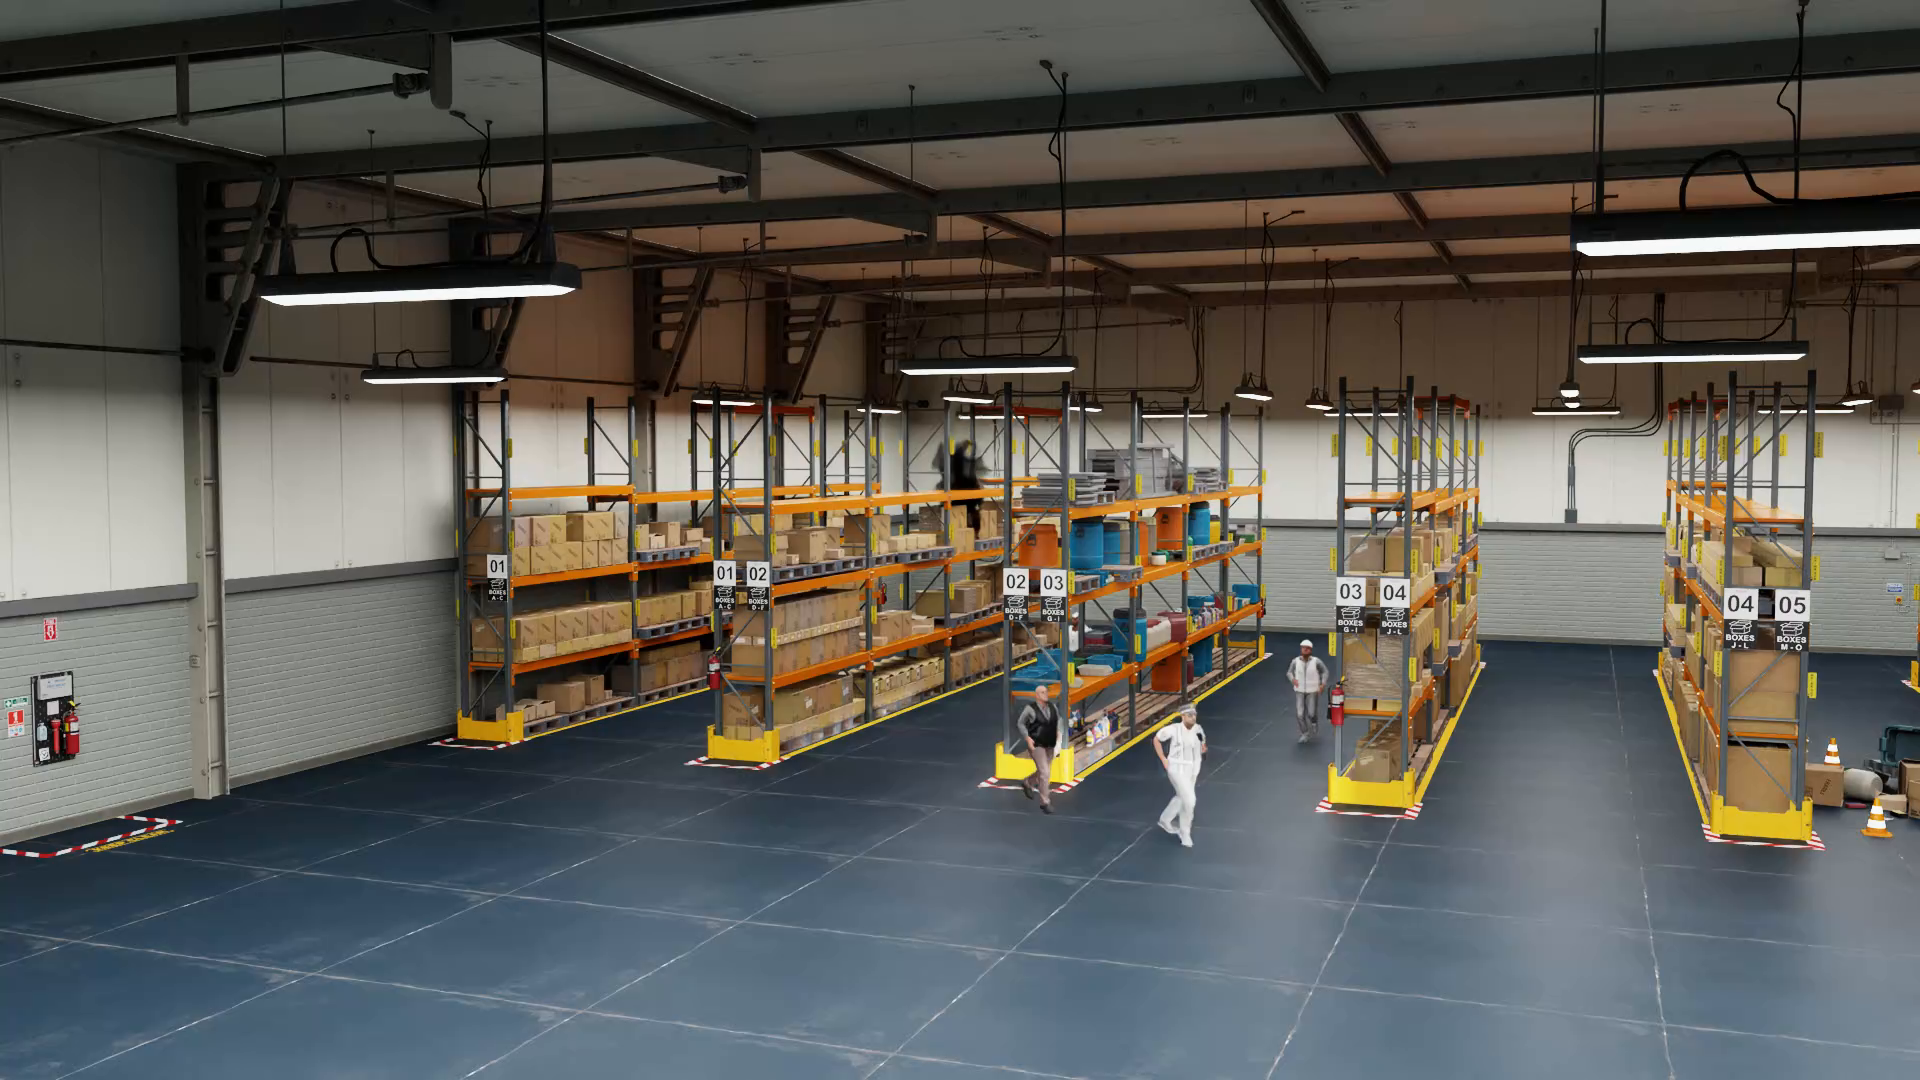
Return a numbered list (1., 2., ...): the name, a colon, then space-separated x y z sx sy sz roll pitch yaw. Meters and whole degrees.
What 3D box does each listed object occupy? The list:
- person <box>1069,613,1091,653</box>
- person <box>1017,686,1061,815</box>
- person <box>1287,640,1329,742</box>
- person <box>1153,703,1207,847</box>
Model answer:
1. person: 2.369 2.319 33.153 0.705 1.752 0.772 2 4 29
2. person: 1.101 2.874 23.056 0.658 1.746 0.824 -2 4 -33
3. person: 5.912 2.576 28.368 0.698 1.737 0.589 1 3 20
4. person: 2.824 2.979 21.182 0.635 1.855 0.837 -2 4 -36
